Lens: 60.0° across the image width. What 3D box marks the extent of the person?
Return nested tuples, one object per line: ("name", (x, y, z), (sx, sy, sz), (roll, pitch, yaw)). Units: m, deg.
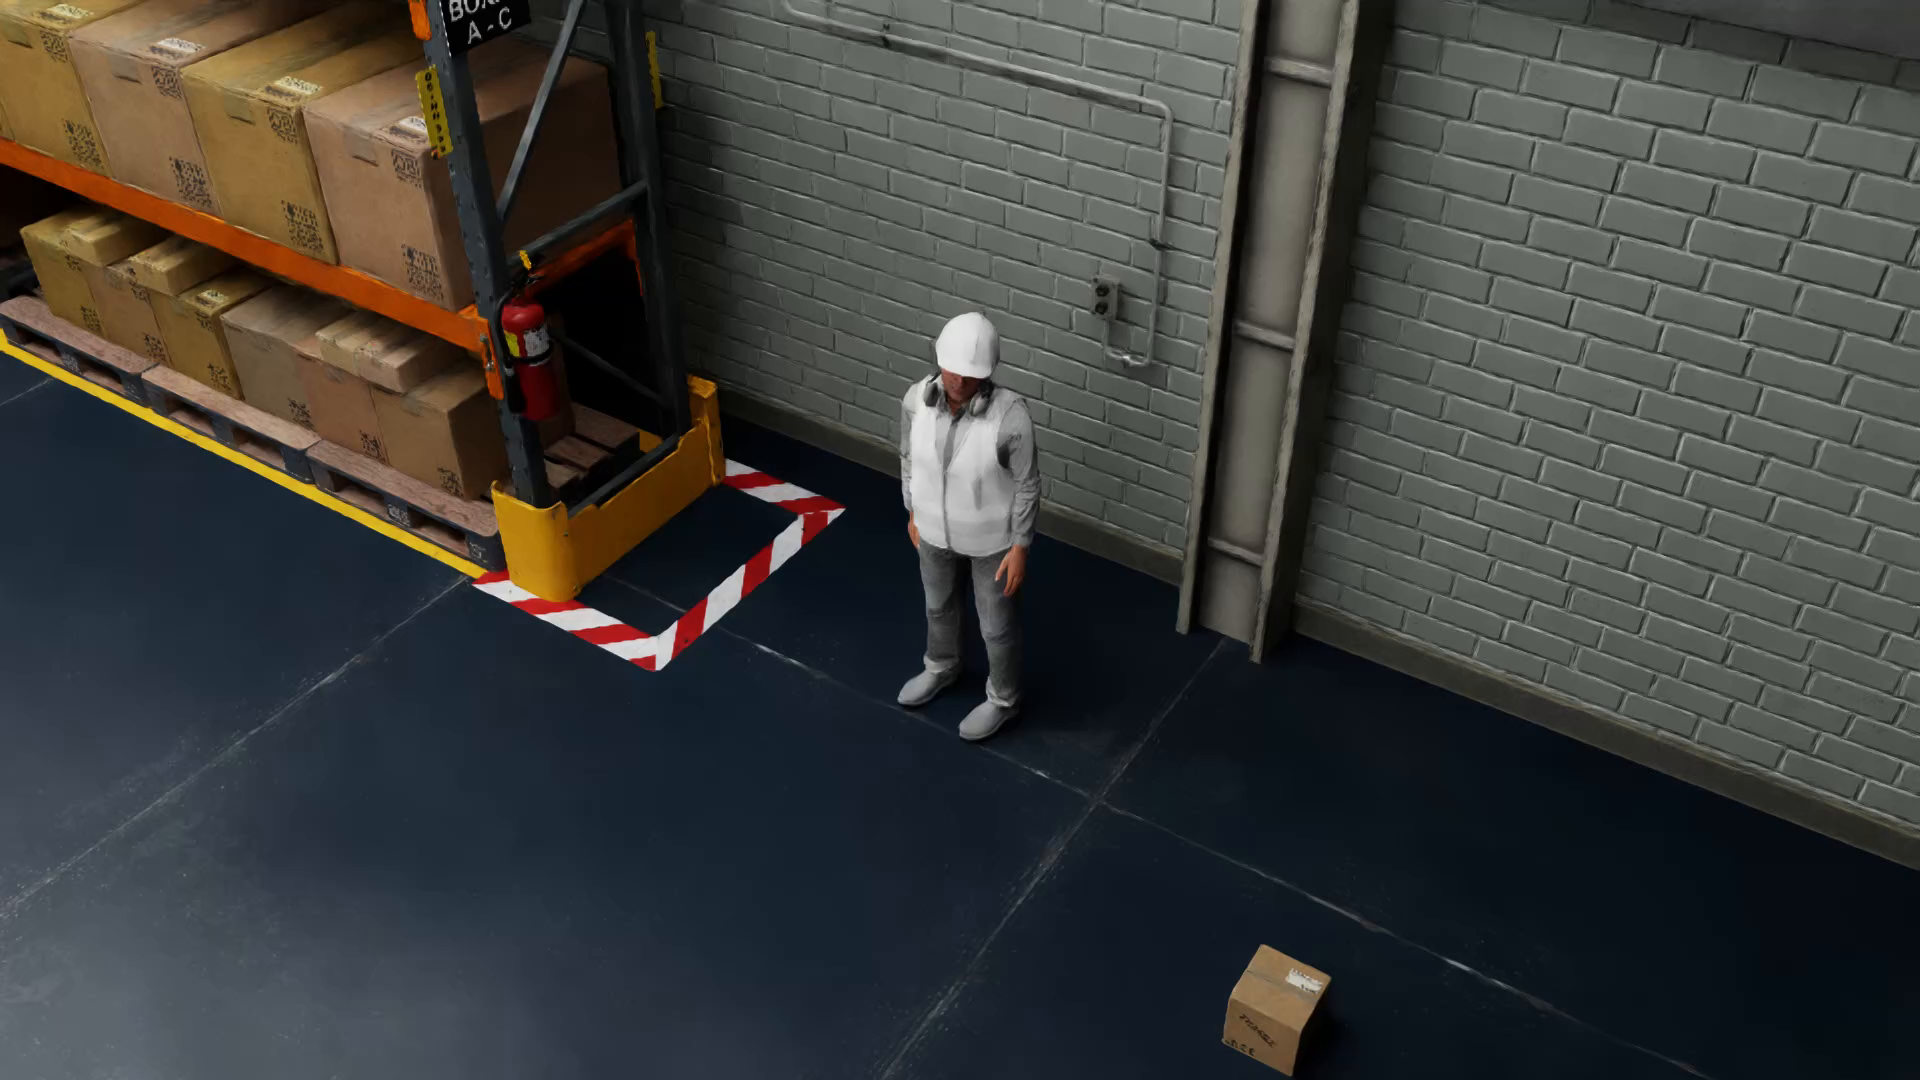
("person", (0.020, -0.039, 6.142), (0.571, 1.781, 0.393), (19, 42, 22))
